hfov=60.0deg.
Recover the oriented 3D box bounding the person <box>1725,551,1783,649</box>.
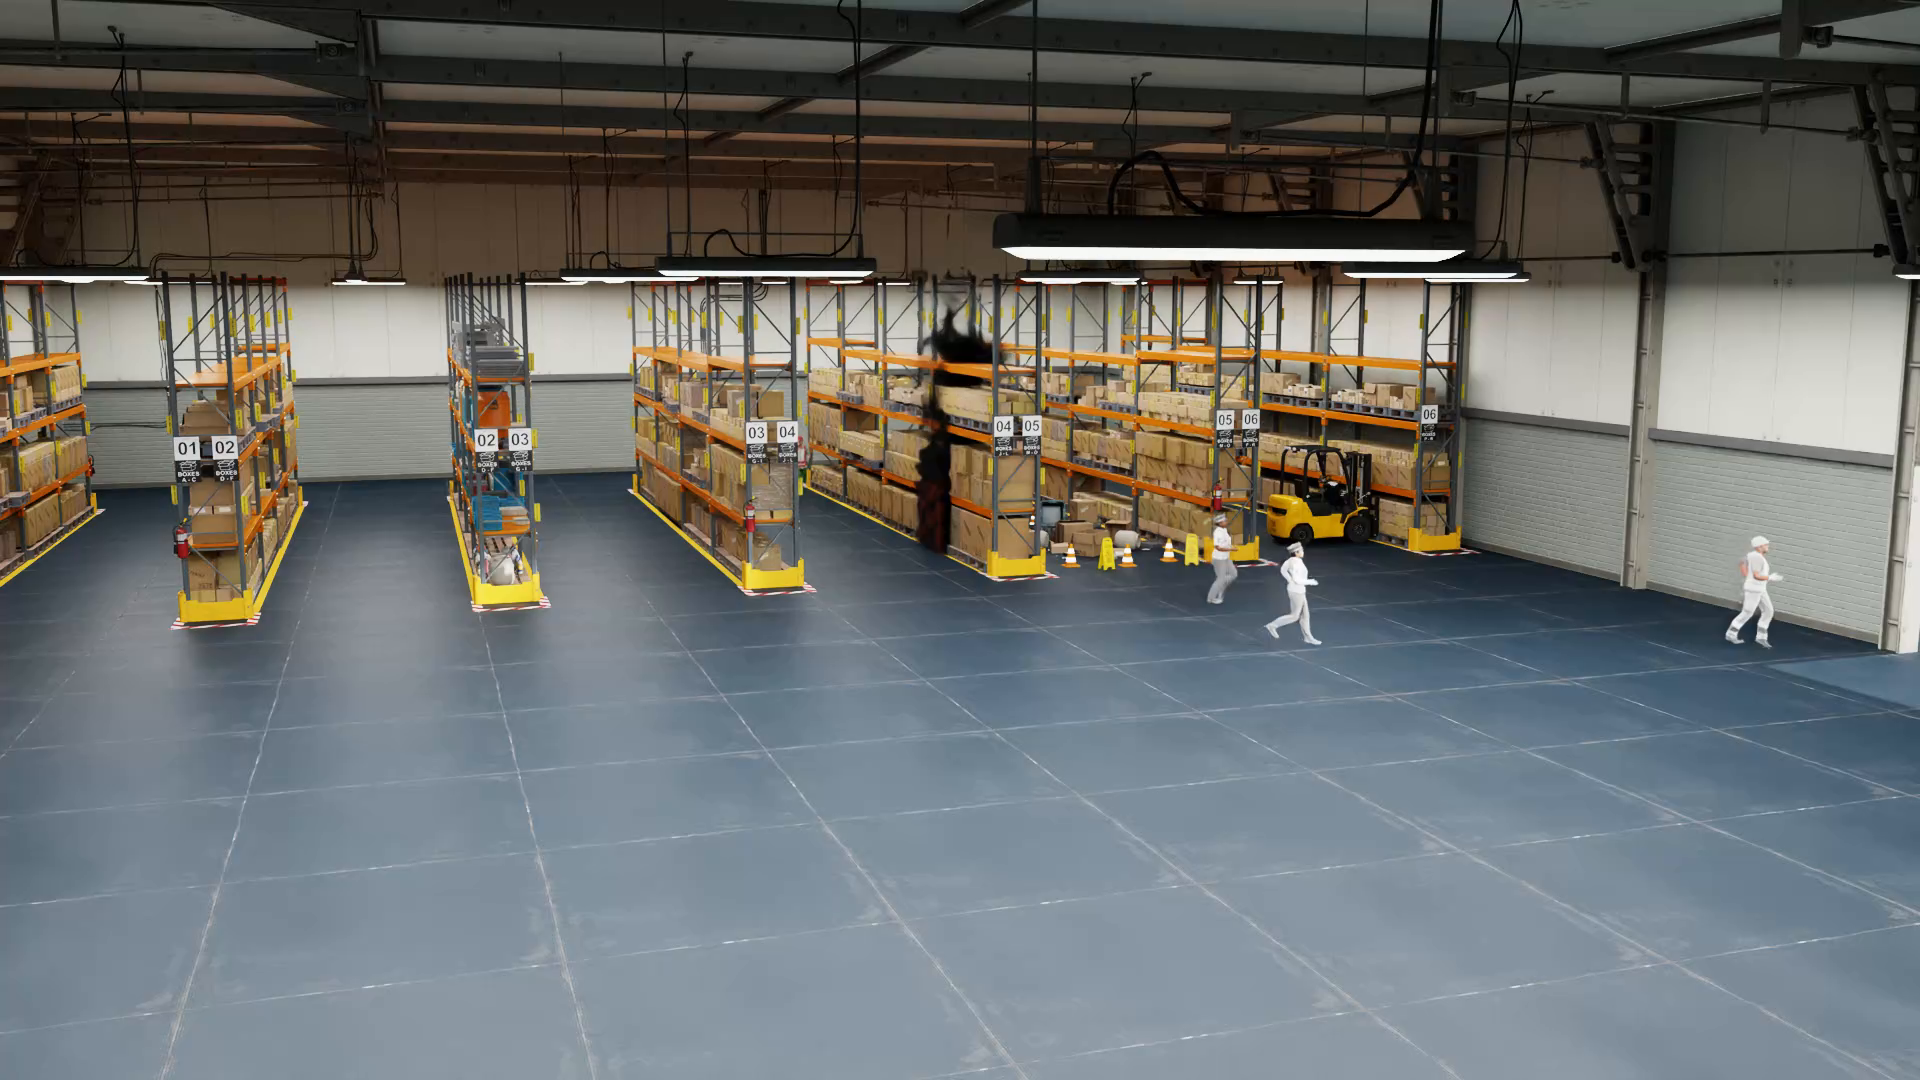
[{"bbox_3d":[12.704,0.966,26.597,0.788,1.599,0.609,5,10,32],"label":"person"}]

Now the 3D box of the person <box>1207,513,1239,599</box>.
[{"bbox_3d":[4.827,0.299,30.298,0.602,1.590,0.554,4,10,25],"label":"person"}]

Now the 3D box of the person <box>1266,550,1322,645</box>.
[{"bbox_3d":[5.395,0.886,26.798,0.901,1.634,0.616,1,9,6],"label":"person"}]

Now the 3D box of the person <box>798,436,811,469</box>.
[{"bbox_3d":[-4.325,-2.065,44.940,0.620,1.517,0.493,-3,9,-20],"label":"person"}]
